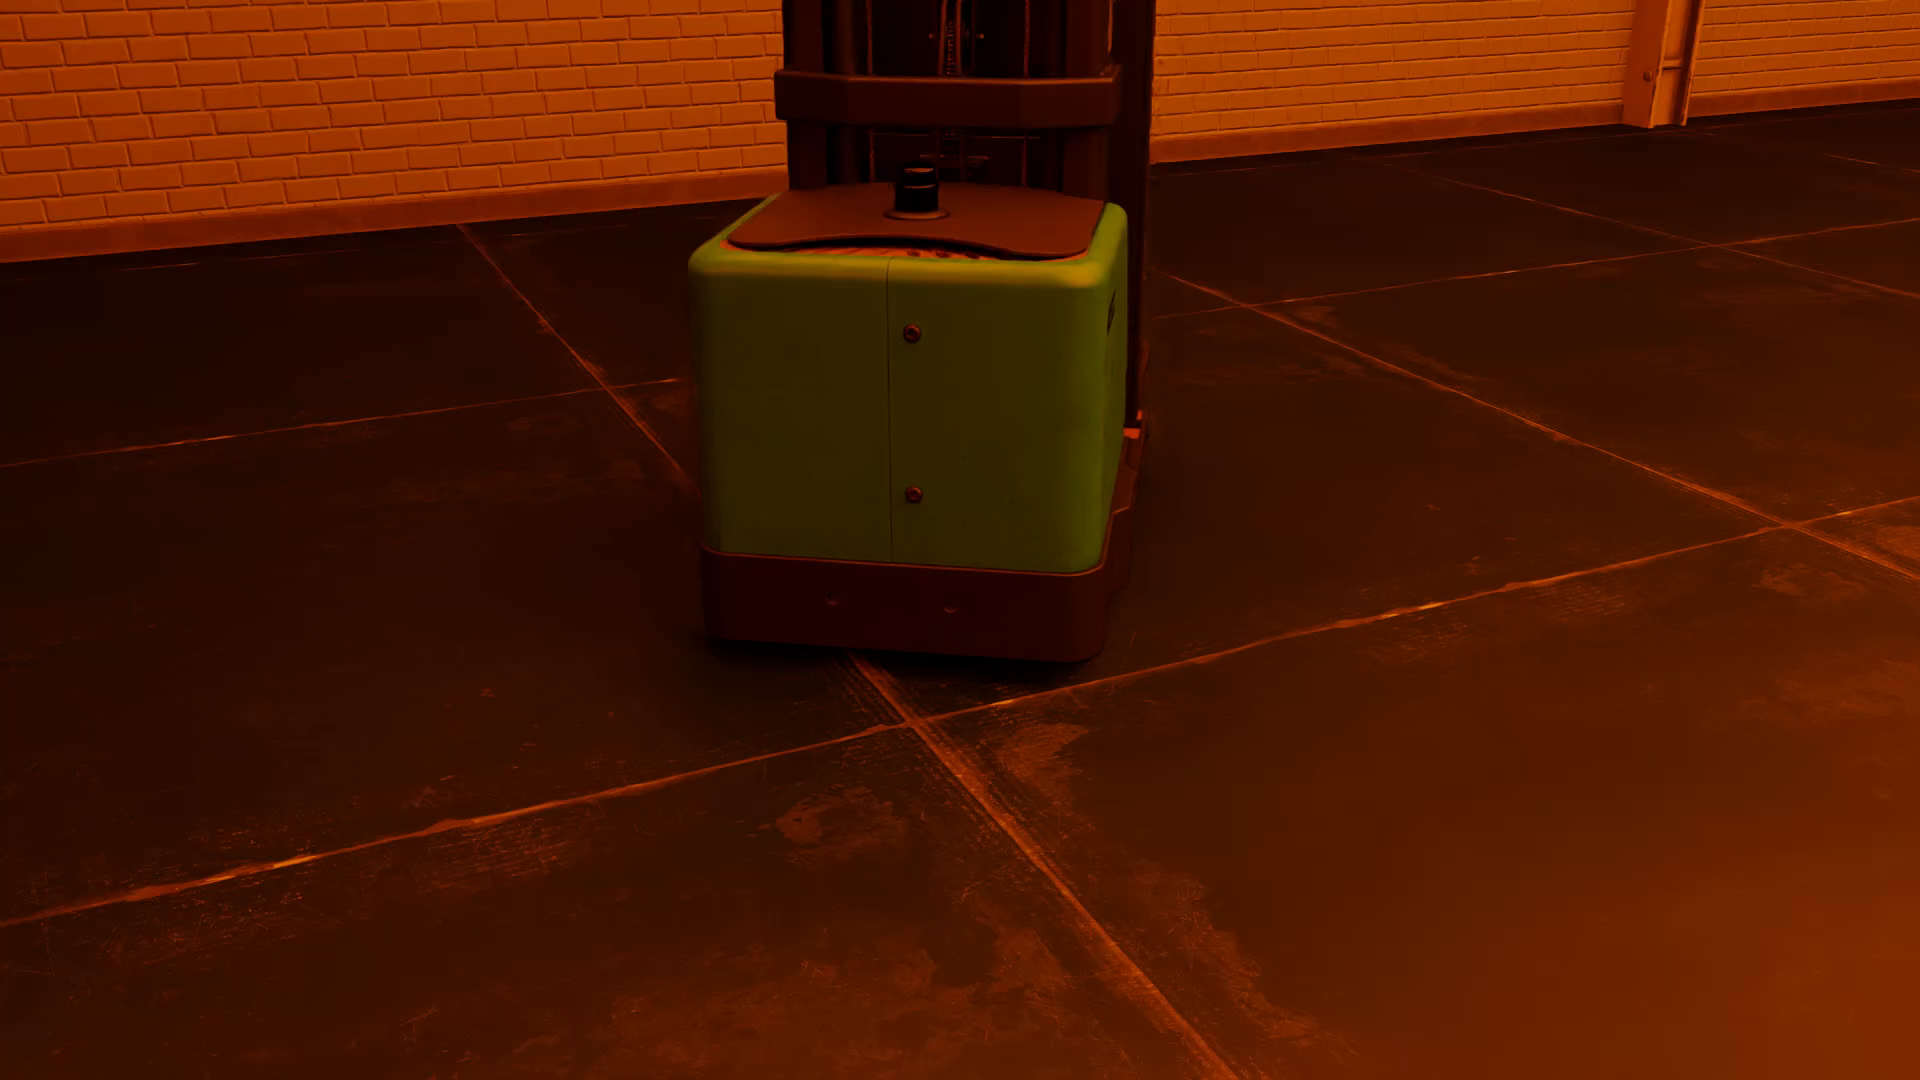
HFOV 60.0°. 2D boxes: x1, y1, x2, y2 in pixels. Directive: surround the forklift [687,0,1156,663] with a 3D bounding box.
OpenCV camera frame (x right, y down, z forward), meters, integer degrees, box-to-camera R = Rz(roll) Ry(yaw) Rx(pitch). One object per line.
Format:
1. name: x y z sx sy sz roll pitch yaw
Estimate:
1. forklift: 0.061 -1.578 5.084 1.130 2.935 3.031 3 23 8
